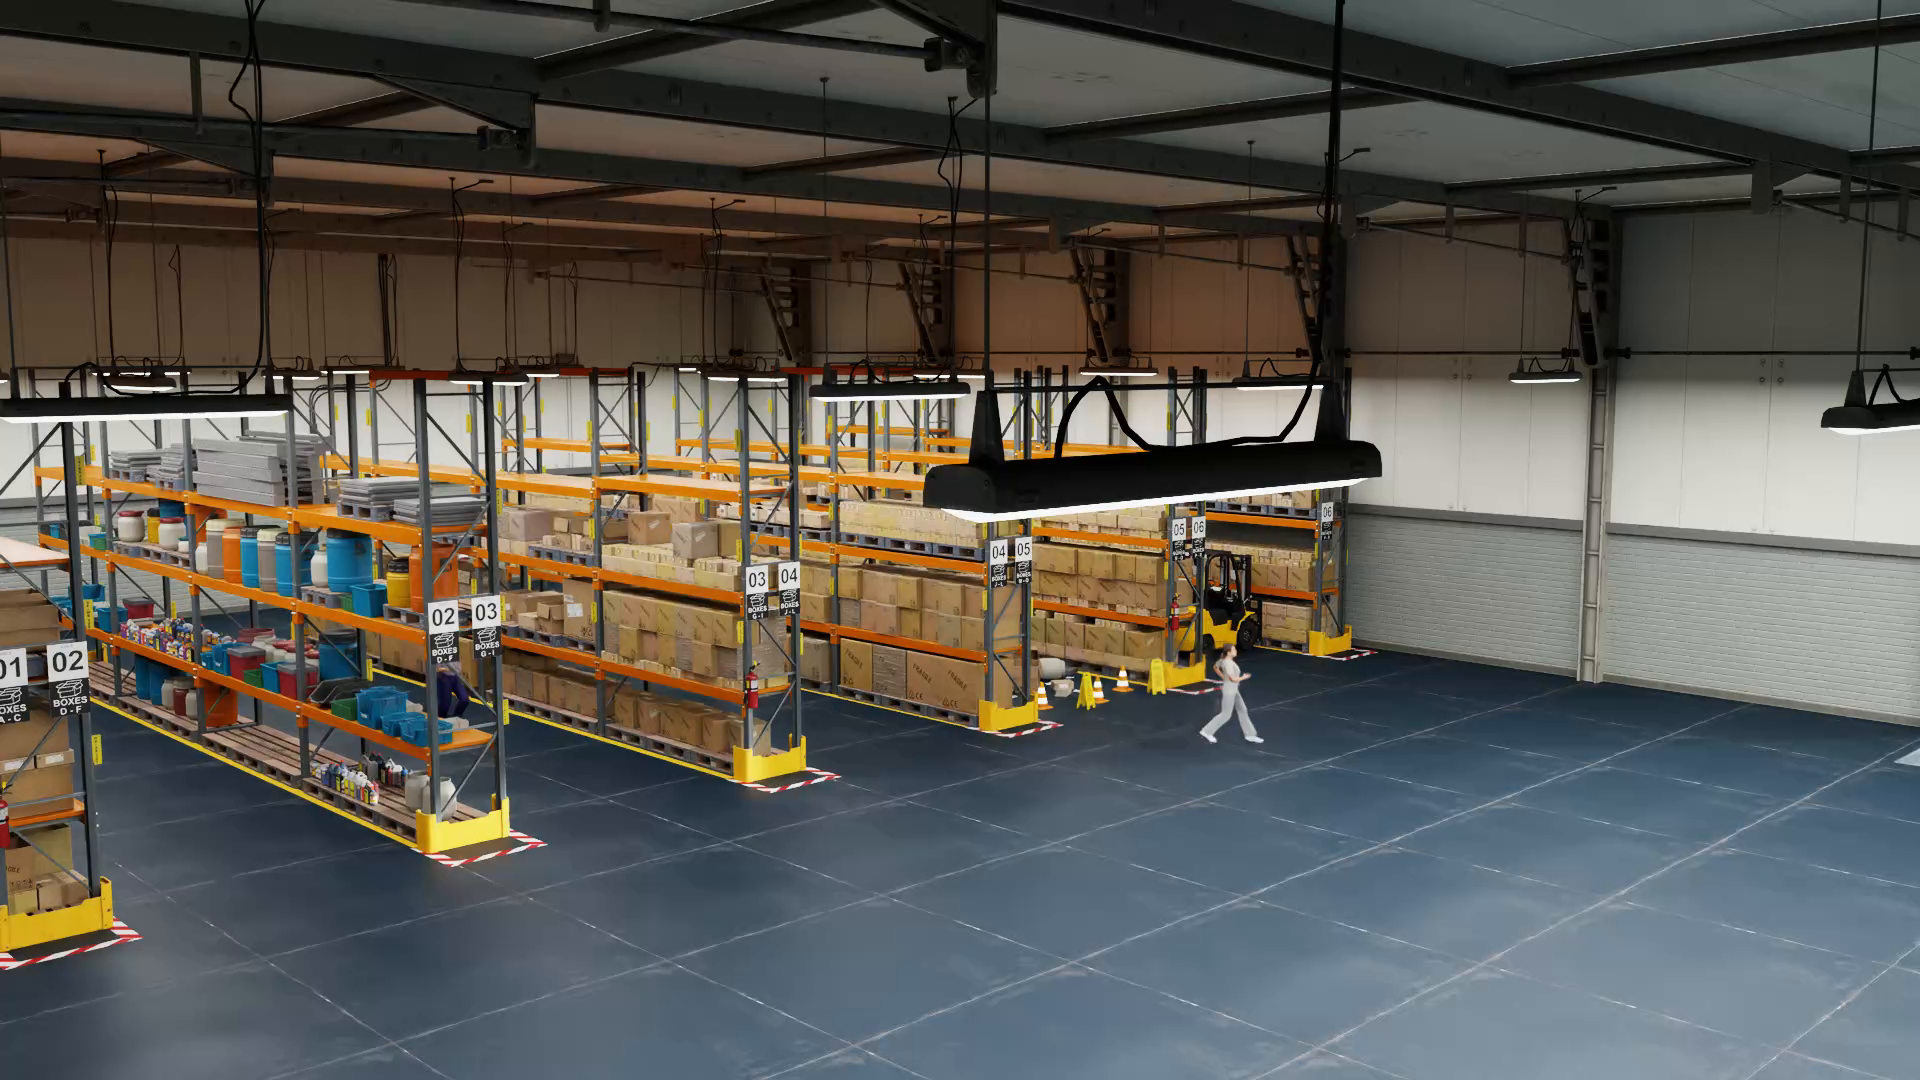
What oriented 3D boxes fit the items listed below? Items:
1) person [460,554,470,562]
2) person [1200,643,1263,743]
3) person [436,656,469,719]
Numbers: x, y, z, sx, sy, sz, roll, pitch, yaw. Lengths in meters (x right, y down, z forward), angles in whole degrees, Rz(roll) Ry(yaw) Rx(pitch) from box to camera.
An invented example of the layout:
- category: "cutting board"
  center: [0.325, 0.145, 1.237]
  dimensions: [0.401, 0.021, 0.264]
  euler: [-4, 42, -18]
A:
- category: "person"
  center: [-11.368, 1.190, 38.075]
  dimensions: [0.695, 1.783, 0.688]
  euler: [-1, 6, -6]
- category: "person"
  center: [4.397, 2.470, 26.801]
  dimensions: [1.018, 1.623, 0.574]
  euler: [1, 6, 7]
- category: "person"
  center: [-8.491, 2.413, 27.742]
  dimensions: [0.661, 1.653, 0.586]
  euler: [5, 8, 36]
